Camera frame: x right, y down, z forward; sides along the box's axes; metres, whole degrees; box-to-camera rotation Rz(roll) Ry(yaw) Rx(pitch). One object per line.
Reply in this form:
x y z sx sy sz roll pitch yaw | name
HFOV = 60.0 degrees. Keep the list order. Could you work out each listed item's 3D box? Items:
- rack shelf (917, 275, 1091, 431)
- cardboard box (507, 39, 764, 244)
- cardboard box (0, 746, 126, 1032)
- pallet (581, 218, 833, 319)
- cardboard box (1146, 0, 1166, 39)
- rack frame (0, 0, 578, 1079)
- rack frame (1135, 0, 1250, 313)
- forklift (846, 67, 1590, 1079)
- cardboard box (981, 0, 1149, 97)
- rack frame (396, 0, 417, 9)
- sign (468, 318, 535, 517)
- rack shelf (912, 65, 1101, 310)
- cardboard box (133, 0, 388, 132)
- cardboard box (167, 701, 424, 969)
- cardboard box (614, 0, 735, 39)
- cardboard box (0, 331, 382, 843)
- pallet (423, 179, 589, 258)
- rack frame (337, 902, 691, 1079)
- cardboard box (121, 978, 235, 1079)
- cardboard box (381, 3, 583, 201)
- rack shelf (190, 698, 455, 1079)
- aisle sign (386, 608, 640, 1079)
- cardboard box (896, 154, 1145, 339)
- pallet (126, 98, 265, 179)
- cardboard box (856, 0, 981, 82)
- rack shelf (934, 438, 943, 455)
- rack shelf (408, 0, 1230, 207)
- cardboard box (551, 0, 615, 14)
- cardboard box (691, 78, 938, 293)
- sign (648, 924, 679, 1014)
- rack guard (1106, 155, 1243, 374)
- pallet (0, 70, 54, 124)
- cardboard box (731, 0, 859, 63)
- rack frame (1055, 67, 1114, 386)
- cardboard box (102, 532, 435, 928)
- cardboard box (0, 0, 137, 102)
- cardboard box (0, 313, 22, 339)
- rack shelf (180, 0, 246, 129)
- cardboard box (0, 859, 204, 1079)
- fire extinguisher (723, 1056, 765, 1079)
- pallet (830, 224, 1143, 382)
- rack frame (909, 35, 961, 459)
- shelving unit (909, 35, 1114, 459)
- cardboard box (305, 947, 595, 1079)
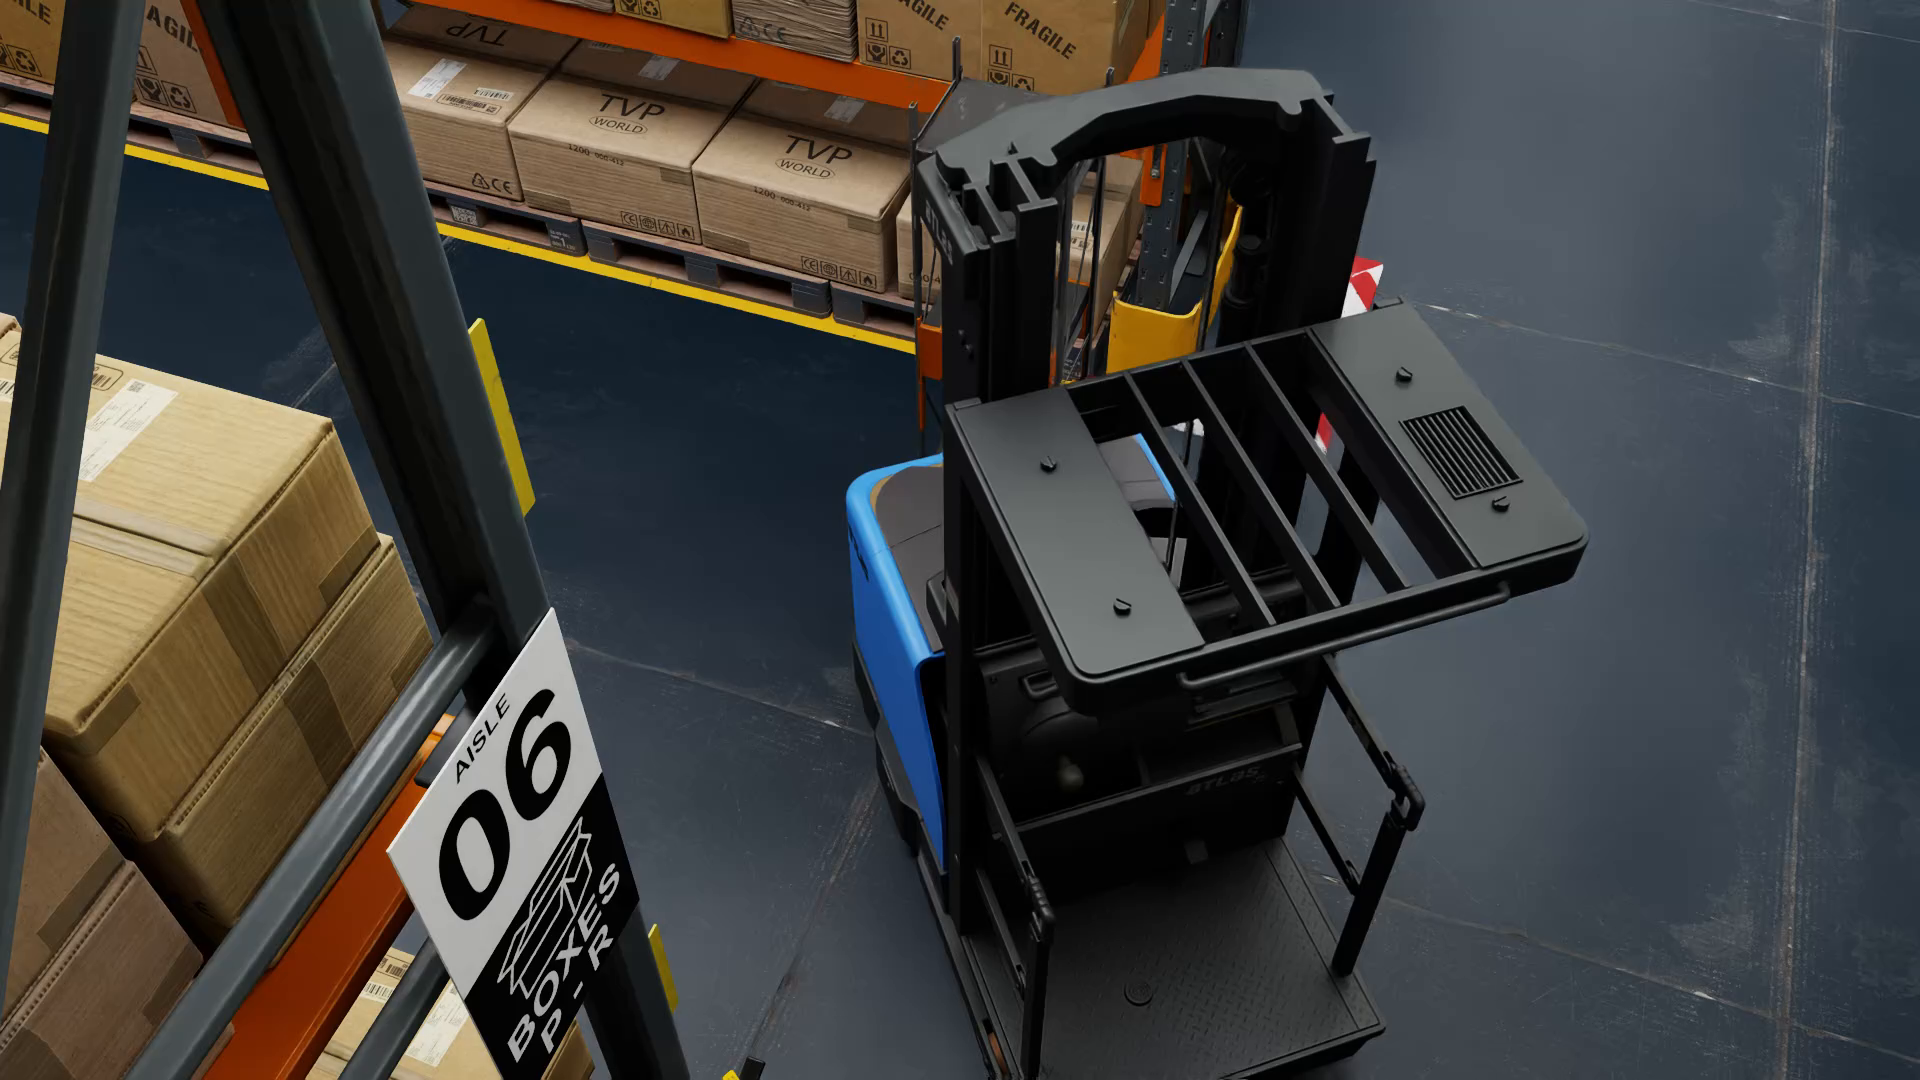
0.155 -0.635 5.695 0.480 0.518 0.431 16 51 13 | rack shelf
-1.420 -1.861 7.562 0.875 0.438 0.875 14 51 12 | cardboard box
-1.289 0.416 1.757 0.500 0.250 0.500 14 51 12 | cardboard box
-0.977 -1.551 7.721 1.213 0.211 1.003 16 51 13 | pallet
0.590 -2.352 6.503 0.500 0.500 0.500 15 51 13 | cardboard box
-0.776 -0.435 0.938 0.127 3.000 1.000 16 51 13 | rack frame
0.941 -1.990 6.256 0.127 3.000 1.000 16 51 13 | rack frame
0.578 0.478 4.162 1.130 2.935 3.031 -14 51 -12 | forklift
0.397 -1.962 6.165 0.500 0.500 0.500 16 51 13 | cardboard box
-2.811 -3.038 7.164 0.127 3.000 1.000 16 51 13 | rack frame
-0.588 -0.124 2.075 0.005 0.325 0.100 16 51 13 | sign
0.155 -1.094 5.166 0.480 0.518 0.431 16 51 13 | rack shelf
-3.421 -2.585 7.899 0.875 0.875 0.875 17 51 14 | cardboard box
-0.994 0.381 2.382 0.250 0.149 0.380 17 51 14 | cardboard box
-1.044 -2.357 6.508 0.500 0.500 0.500 17 51 14 | cardboard box
-1.105 0.041 2.082 0.500 0.250 0.500 15 51 13 | cardboard box
-2.125 -1.870 7.997 1.213 0.211 1.003 16 51 13 | pallet
-0.776 1.529 3.205 0.127 3.000 1.000 16 51 13 | rack frame
-1.156 0.709 2.097 0.250 0.149 0.380 17 51 14 | cardboard box
-2.260 -2.095 7.765 0.875 0.438 0.875 15 51 13 | cardboard box
-2.652 0.259 2.798 4.000 0.370 1.077 16 51 13 | rack shelf
-0.610 0.488 2.388 0.004 0.787 0.394 16 51 13 | aisle sign
0.287 -1.390 7.154 0.875 0.438 0.875 14 51 12 | cardboard box
-3.561 -2.273 8.346 1.213 0.211 1.003 16 51 13 | pallet
-0.069 -2.104 6.288 0.500 0.500 0.500 15 51 12 | cardboard box
0.155 -0.177 6.224 0.480 0.518 0.431 16 51 13 | rack shelf
-0.935 -2.278 6.982 4.000 0.370 1.077 16 51 13 | rack shelf
-1.527 -2.492 6.625 0.500 0.500 0.500 16 51 13 | cardboard box
-0.574 -1.624 7.356 0.875 0.438 0.875 17 51 14 | cardboard box
-0.588 0.861 3.212 0.005 0.325 0.100 16 51 13 | sign
0.963 -1.165 7.195 0.348 0.500 1.175 16 51 13 | rack guard
-4.710 -2.591 8.622 1.213 0.211 1.003 16 51 13 | pallet
-0.555 -2.231 6.399 0.500 0.500 0.500 17 51 14 | cardboard box
0.384 -0.580 5.630 0.015 2.100 0.400 16 51 13 | rack frame
-1.097 0.189 2.285 0.500 0.250 0.500 15 51 13 | cardboard box
-4.271 -2.816 8.100 0.875 0.875 0.875 17 51 14 | cardboard box
-1.576 -0.106 2.209 0.500 0.250 0.500 15 51 13 | cardboard box
-2.652 -0.722 1.665 4.000 0.370 1.077 16 51 13 | rack shelf
-1.287 0.575 1.950 0.500 0.250 0.500 15 51 12 | cardboard box
-0.478 1.388 3.626 0.183 0.674 0.296 16 51 13 | fire extinguisher
0.164 -1.231 7.443 1.213 0.211 1.003 16 51 13 | pallet
-0.074 -0.708 5.740 0.015 2.100 0.400 16 51 13 | rack frame
0.155 -0.644 5.685 0.503 2.100 0.431 16 51 13 | shelving unit
-1.108 1.171 3.418 0.500 0.250 0.500 16 51 13 | cardboard box
